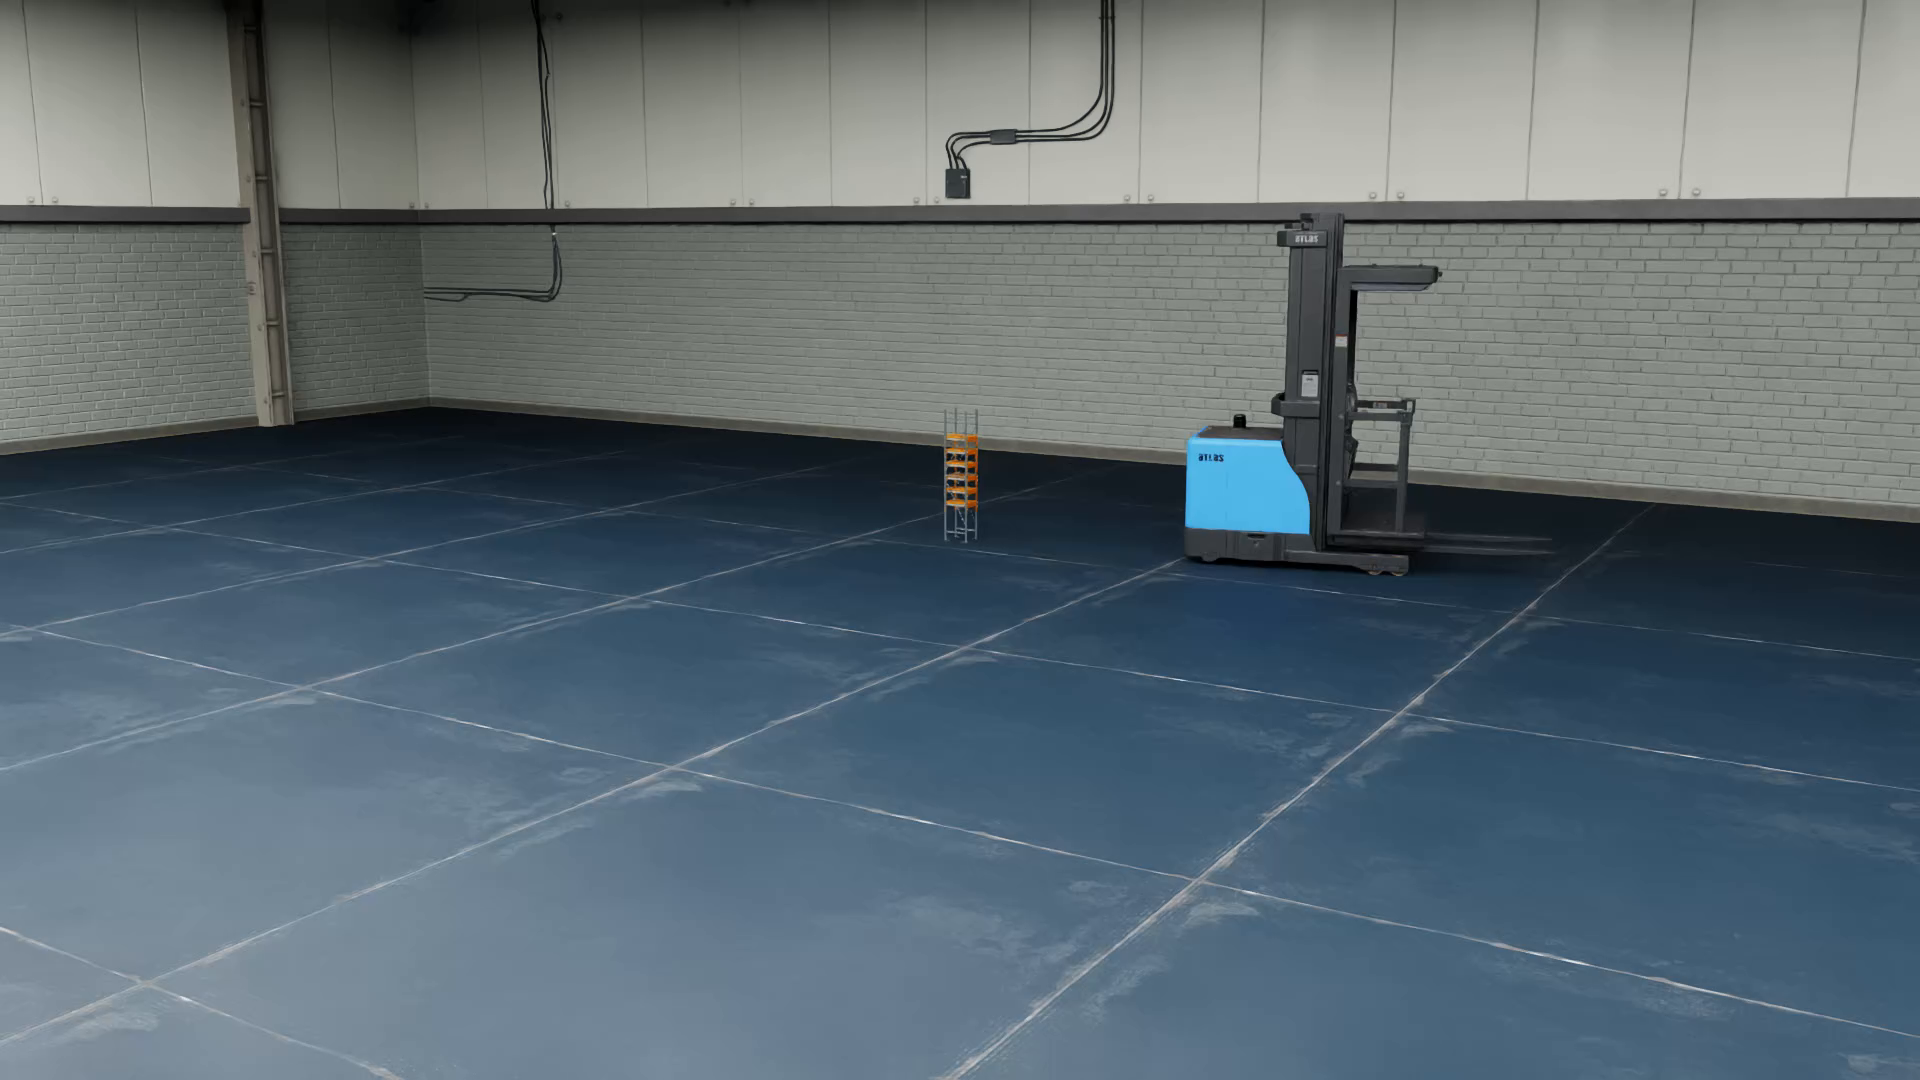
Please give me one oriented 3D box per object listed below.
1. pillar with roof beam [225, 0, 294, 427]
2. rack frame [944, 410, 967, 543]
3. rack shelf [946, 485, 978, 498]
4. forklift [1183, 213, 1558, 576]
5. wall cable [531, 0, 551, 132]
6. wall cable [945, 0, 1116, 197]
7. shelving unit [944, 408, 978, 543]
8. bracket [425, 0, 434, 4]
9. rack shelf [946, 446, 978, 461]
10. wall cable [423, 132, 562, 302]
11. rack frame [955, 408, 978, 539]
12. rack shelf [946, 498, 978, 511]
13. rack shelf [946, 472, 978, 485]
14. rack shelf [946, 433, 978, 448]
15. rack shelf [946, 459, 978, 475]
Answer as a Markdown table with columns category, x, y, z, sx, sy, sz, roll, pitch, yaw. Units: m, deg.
| category | x | y | z | sx | sy | sz | roll | pitch | yaw |
| --- | --- | --- | --- | --- | --- | --- | --- | --- | --- |
| pillar with roof beam | -6.268 | -5.685 | 21.164 | 9.100 | 9.000 | 0.400 | 6 | 12 | 31 |
| rack frame | -0.040 | -0.578 | 15.075 | 0.240 | 1.200 | 0.006 | 6 | 12 | 31 |
| rack shelf | 0.008 | -0.430 | 15.182 | 0.258 | 0.103 | 0.180 | 6 | 12 | 31 |
| forklift | 3.483 | -1.252 | 13.975 | 3.031 | 2.935 | 1.130 | 3 | 11 | 16 |
| wall cable | -4.975 | -7.131 | 23.602 | 3.097 | 2.526 | 0.112 | 6 | 12 | 31 |
| wall cable | 0.818 | -7.196 | 19.991 | 2.305 | 6.003 | 0.169 | 6 | 12 | 31 |
| shelving unit | 0.008 | -0.592 | 15.152 | 0.258 | 1.200 | 0.189 | 6 | 12 | 31 |
| bracket | -8.198 | -8.270 | 25.189 | 0.235 | 0.232 | 0.430 | 6 | 12 | 31 |
| rack shelf | 0.008 | -0.784 | 15.116 | 0.258 | 0.103 | 0.180 | 6 | 12 | 31 |
| wall cable | -7.287 | -4.907 | 25.447 | 3.097 | 2.526 | 0.112 | 6 | 12 | 31 |
| rack frame | 0.055 | -0.606 | 15.229 | 0.240 | 1.200 | 0.006 | 6 | 12 | 31 |
| rack shelf | 0.008 | -0.312 | 15.204 | 0.258 | 0.103 | 0.180 | 6 | 12 | 31 |
| rack shelf | 0.008 | -0.548 | 15.160 | 0.258 | 0.103 | 0.180 | 6 | 12 | 31 |
| rack shelf | 0.008 | -0.902 | 15.094 | 0.258 | 0.103 | 0.180 | 6 | 12 | 31 |
| rack shelf | 0.008 | -0.666 | 15.138 | 0.258 | 0.103 | 0.180 | 6 | 12 | 31 |
